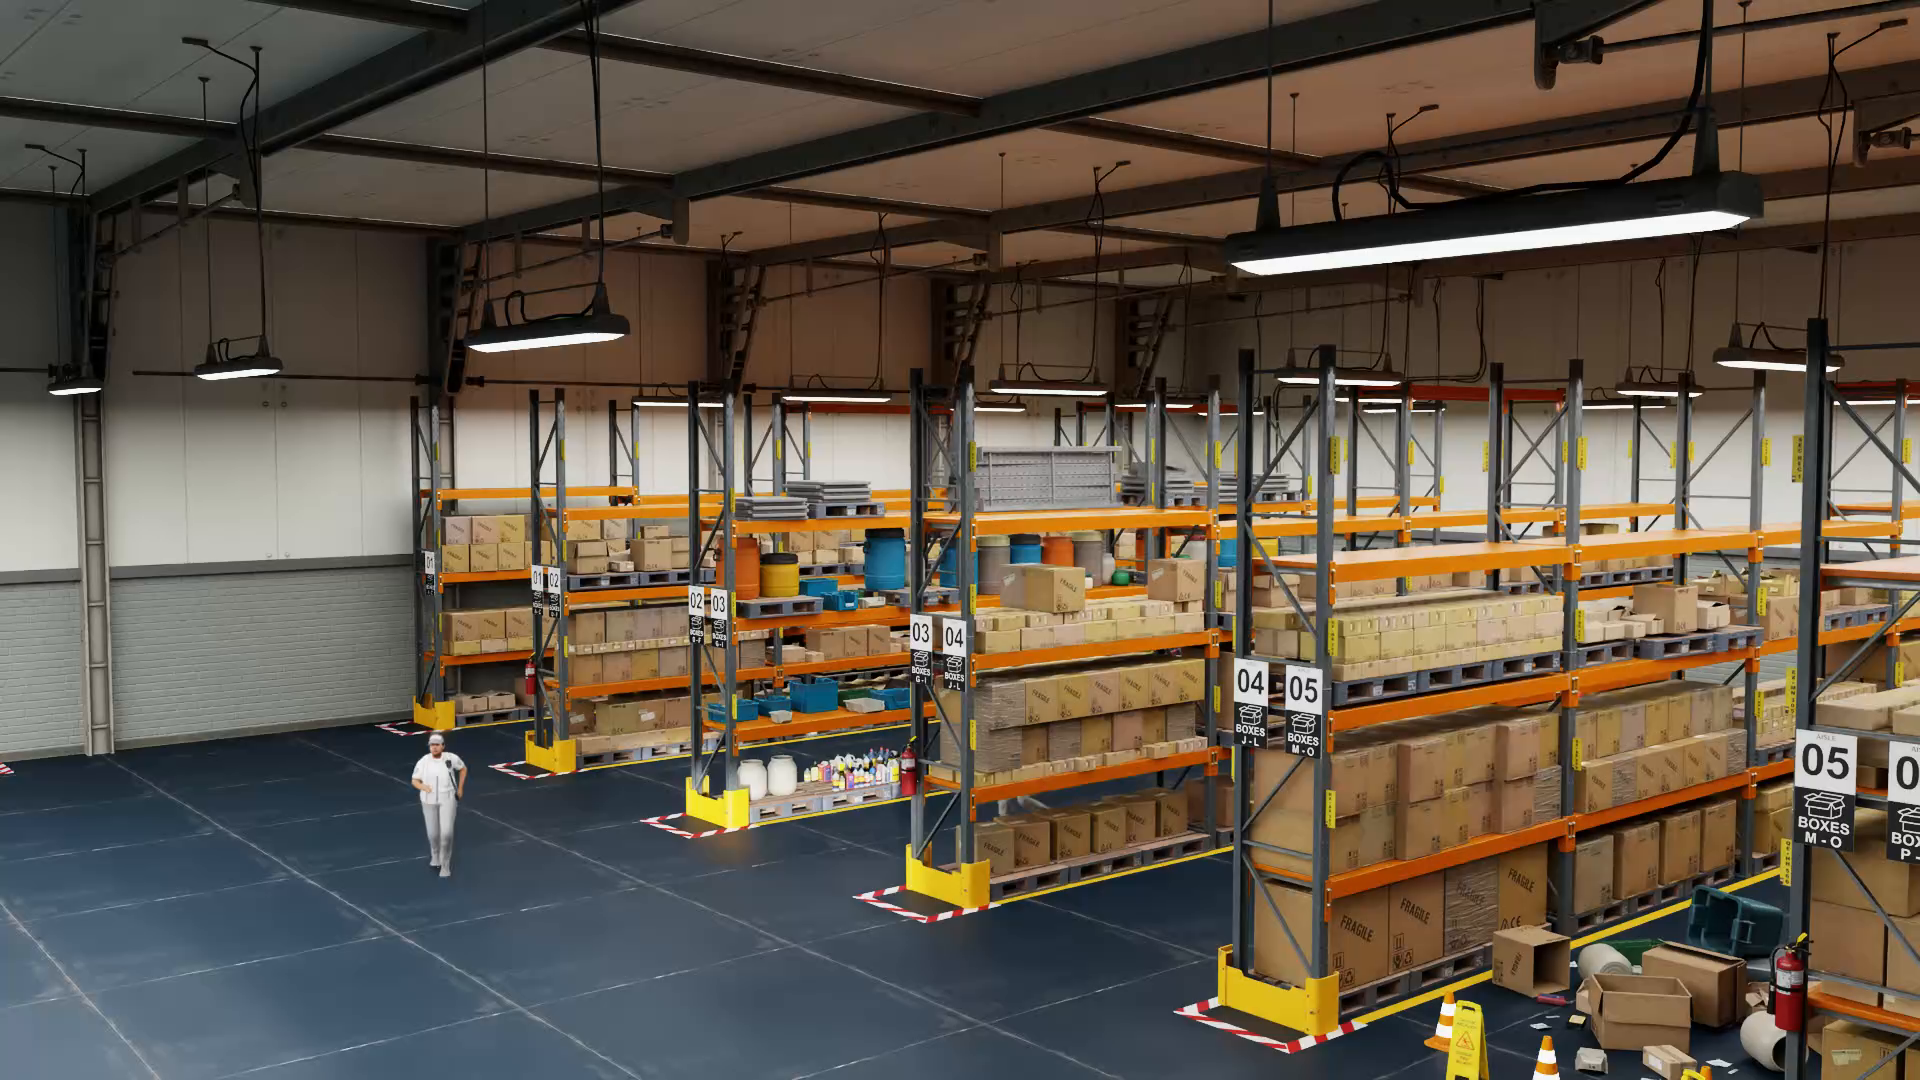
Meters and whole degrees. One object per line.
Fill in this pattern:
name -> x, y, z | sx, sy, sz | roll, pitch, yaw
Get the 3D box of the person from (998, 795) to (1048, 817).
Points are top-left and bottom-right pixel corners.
person -> 0.768, 3.045, 21.747 | 0.914, 1.645, 0.575 | -3, 4, -39

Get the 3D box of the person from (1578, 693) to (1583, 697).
person -> 8.343, 2.950, 22.418 | 0.845, 1.839, 0.623 | -3, 5, -44

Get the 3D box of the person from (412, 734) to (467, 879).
person -> -6.246, 3.175, 19.937 | 0.604, 1.717, 0.718 | 0, 3, -8
